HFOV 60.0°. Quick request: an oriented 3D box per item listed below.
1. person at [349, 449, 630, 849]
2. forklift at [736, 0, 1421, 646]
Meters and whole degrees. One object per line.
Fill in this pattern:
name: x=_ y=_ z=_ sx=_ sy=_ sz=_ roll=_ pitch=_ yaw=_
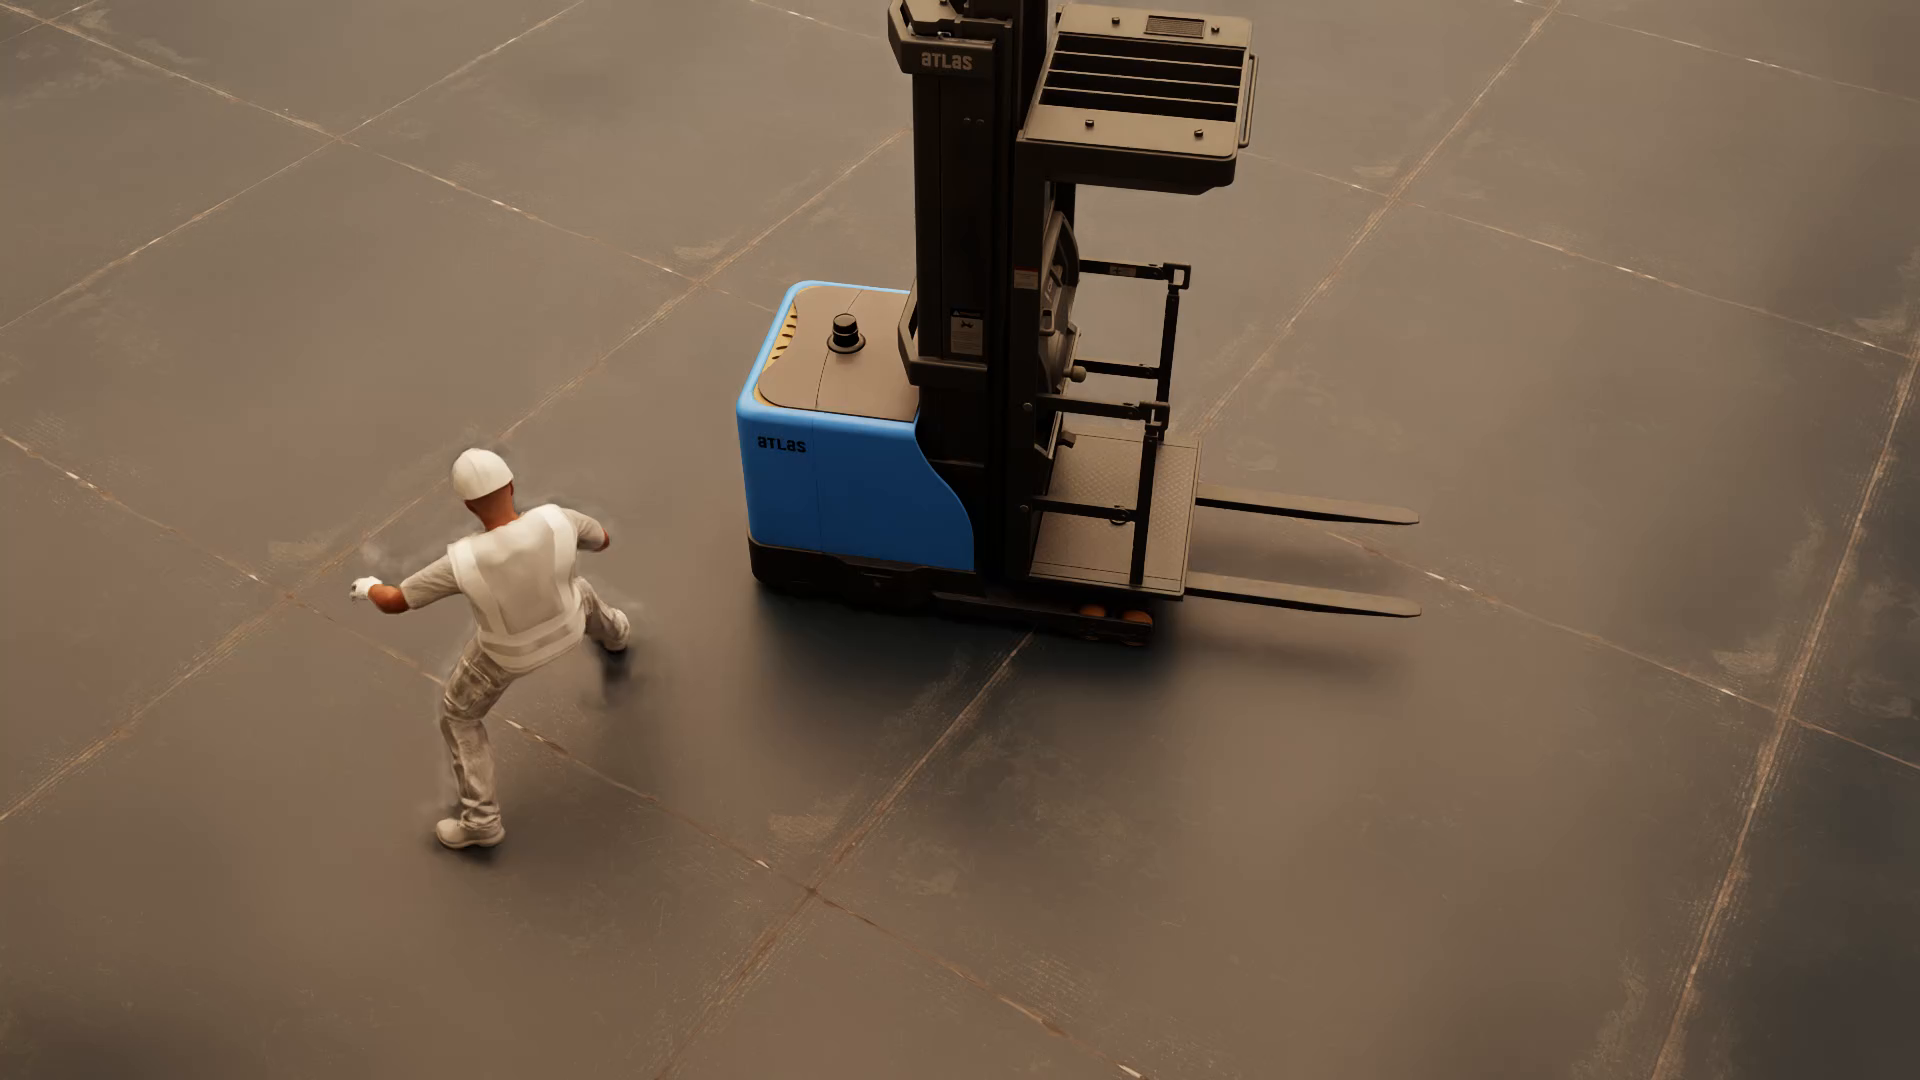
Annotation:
person: x=-1.808 y=0.243 z=6.581 sx=1.140 sy=1.586 sz=1.020 roll=-25 pitch=49 yaw=-24
forklift: x=0.598 y=-0.987 z=6.890 sx=3.031 sy=2.935 sz=1.130 roll=7 pitch=44 yaw=8
